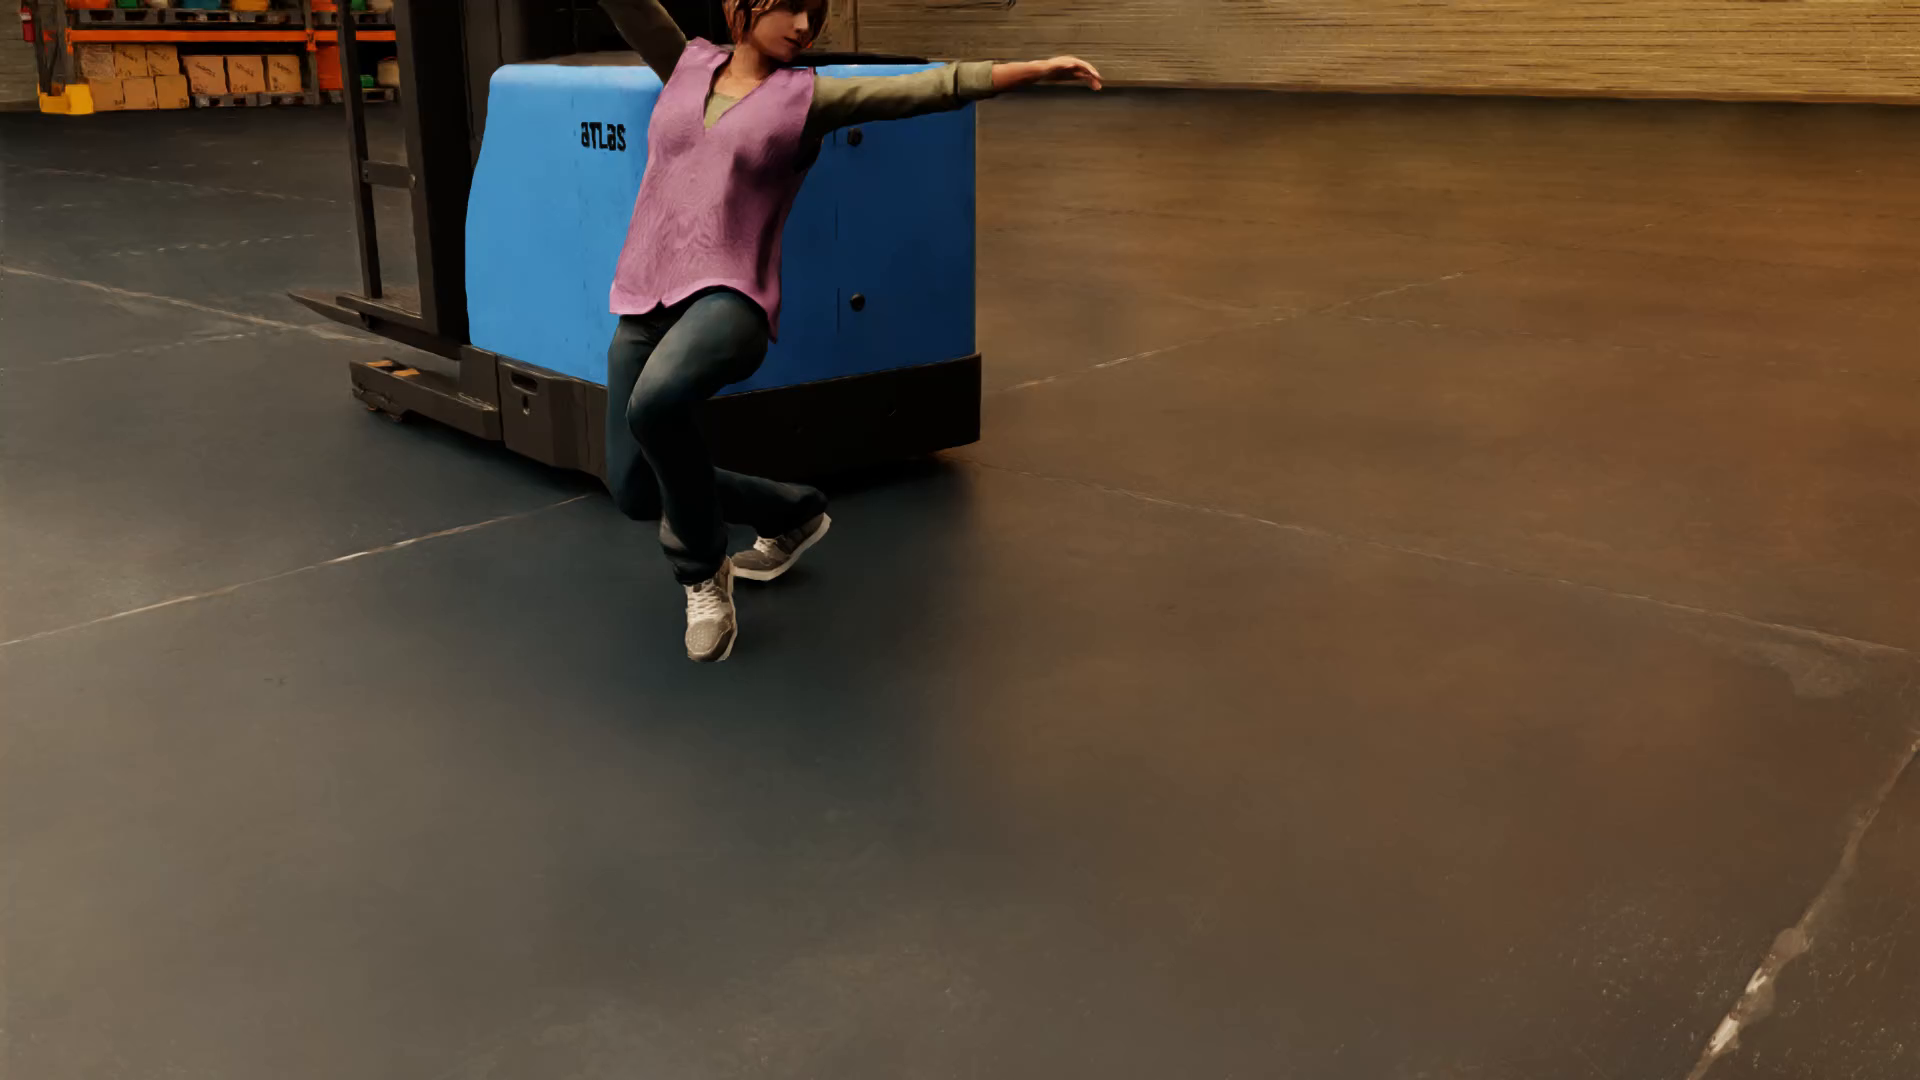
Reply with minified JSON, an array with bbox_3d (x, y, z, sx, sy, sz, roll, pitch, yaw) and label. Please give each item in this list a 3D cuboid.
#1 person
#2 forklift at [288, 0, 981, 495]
[{"bbox_3d":[-0.282,-0.409,3.156,0.942,1.284,0.753,8,19,24],"label":"person"},{"bbox_3d":[-1.283,-1.850,4.989,1.130,2.935,3.031,-14,22,-39],"label":"forklift"}]
